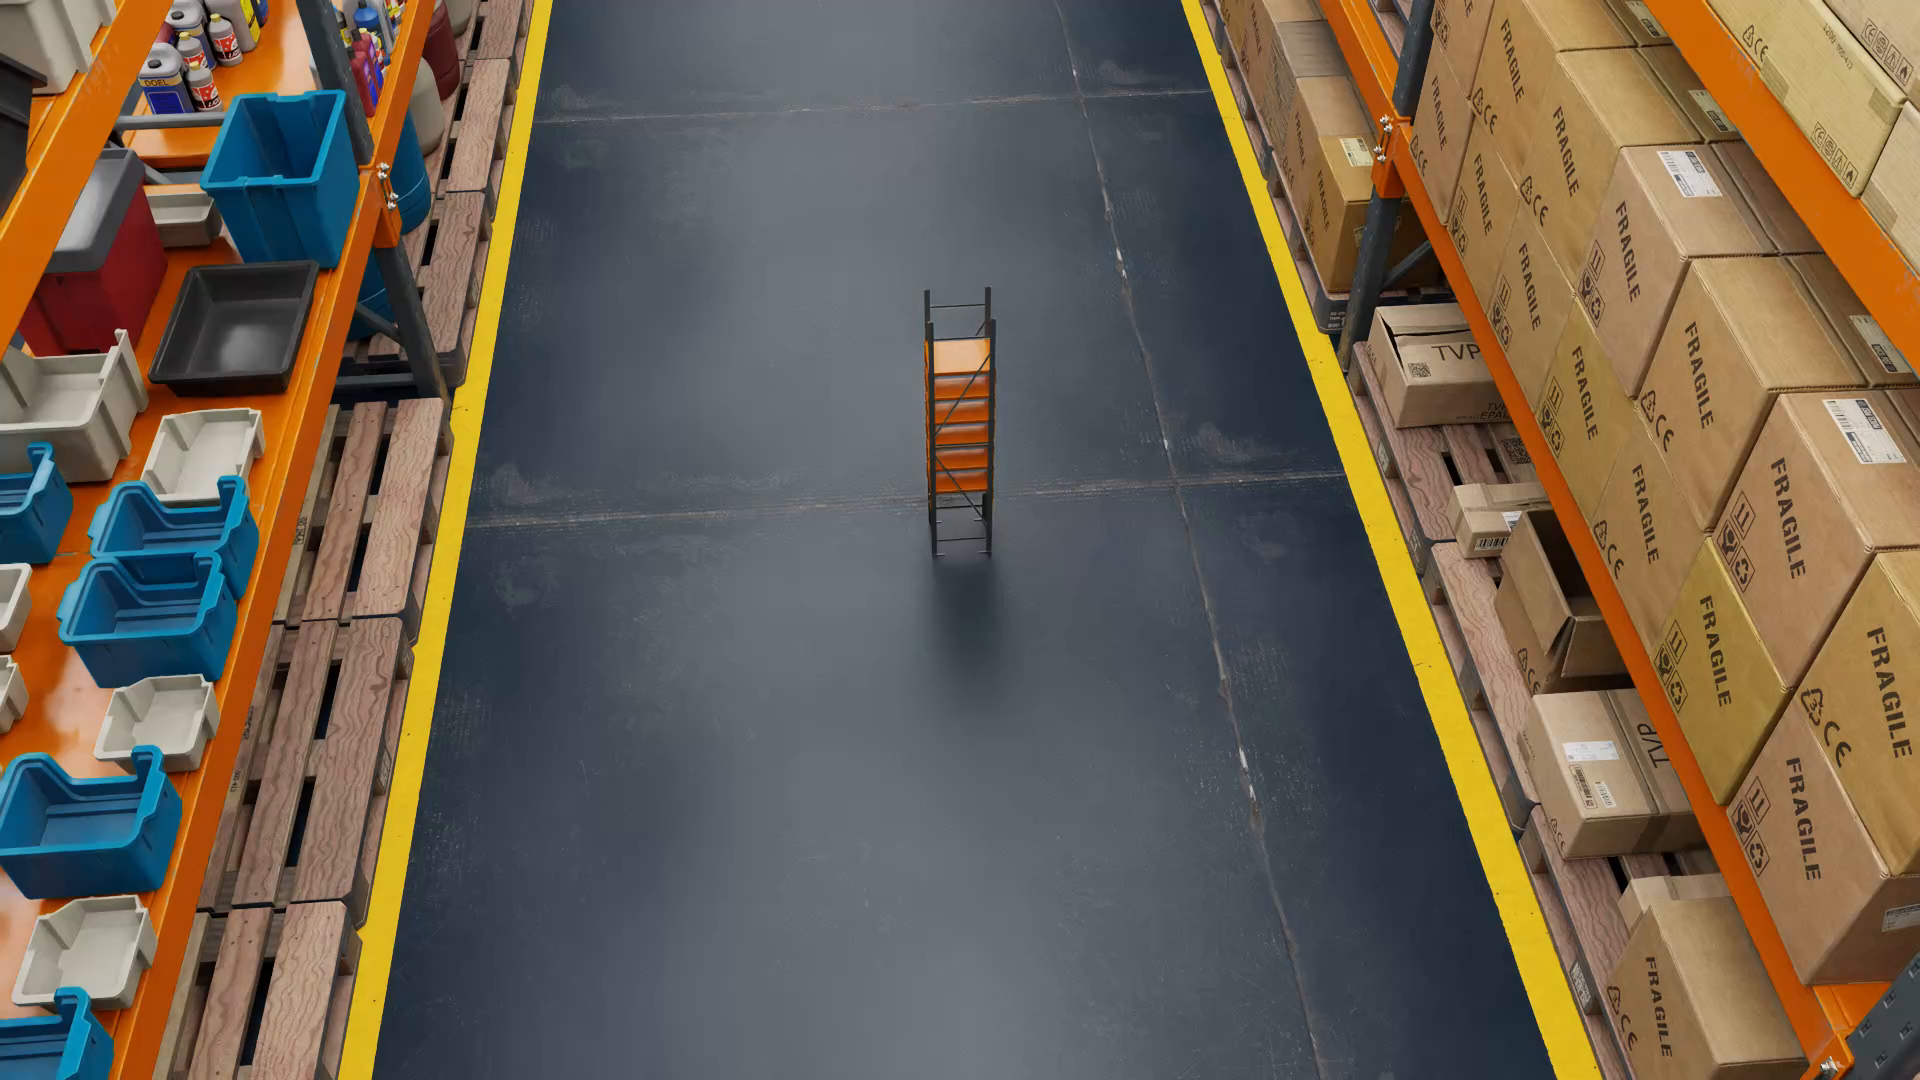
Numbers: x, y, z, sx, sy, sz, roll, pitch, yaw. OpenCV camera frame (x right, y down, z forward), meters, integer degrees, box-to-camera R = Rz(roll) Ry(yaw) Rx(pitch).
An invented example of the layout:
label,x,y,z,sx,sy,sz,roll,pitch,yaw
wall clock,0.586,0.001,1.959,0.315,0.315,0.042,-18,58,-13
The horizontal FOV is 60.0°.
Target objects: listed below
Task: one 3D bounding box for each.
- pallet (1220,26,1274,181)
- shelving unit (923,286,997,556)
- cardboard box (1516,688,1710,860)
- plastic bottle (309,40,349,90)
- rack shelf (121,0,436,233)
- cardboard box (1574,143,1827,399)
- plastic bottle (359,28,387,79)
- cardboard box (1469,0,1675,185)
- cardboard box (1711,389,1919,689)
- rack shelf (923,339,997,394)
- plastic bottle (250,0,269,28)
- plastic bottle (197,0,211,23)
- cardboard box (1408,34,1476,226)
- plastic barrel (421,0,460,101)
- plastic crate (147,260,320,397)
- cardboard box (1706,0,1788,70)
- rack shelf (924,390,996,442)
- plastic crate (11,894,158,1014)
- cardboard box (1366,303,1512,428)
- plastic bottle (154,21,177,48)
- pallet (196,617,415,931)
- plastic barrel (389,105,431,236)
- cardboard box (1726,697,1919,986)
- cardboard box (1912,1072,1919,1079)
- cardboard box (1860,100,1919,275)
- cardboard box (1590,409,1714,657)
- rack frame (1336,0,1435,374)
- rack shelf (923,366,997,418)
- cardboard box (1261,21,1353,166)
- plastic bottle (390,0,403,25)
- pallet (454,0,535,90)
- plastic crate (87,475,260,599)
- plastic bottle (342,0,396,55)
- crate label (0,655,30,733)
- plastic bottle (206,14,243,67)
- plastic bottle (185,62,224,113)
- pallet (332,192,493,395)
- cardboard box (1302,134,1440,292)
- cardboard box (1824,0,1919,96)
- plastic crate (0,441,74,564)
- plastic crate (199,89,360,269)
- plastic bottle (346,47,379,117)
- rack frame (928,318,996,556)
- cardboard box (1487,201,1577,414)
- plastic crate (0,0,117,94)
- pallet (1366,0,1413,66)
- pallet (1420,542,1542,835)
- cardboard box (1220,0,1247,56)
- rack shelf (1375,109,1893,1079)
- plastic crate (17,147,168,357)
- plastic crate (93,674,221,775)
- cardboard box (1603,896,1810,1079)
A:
label,x,y,z,sx,sy,sz,roll,pitch,yaw
pallet,1.998,-2.362,8.842,1.003,0.211,1.213,-3,47,-3
shelving unit,-0.001,-0.423,6.324,0.258,1.200,0.189,-3,47,-3
cardboard box,2.203,0.771,5.545,0.500,0.250,0.500,-3,47,-3
plastic bottle,-2.437,-1.838,6.459,0.144,0.351,0.185,-3,47,-3
rack shelf,-2.895,-2.751,7.785,1.077,0.370,4.000,-3,47,-3
cardboard box,2.098,-0.752,4.638,0.500,0.500,0.500,-2,47,-2
plastic bottle,-2.372,-1.954,6.671,0.097,0.201,0.097,0,47,0
cardboard box,2.012,-1.497,5.344,0.500,0.500,0.500,-5,47,-5
cardboard box,2.189,-0.005,3.931,0.500,0.500,0.500,-2,47,-2
rack shelf,-0.001,-0.640,6.095,0.258,0.103,0.180,-3,47,-3
plastic bottle,-3.002,-2.323,6.918,0.144,0.351,0.185,-3,47,-3
plastic bottle,-3.131,-2.180,6.783,0.144,0.351,0.185,-3,47,-3
cardboard box,1.980,-1.499,6.035,0.500,0.500,0.500,-2,47,-2
plastic barrel,-2.910,-2.591,8.510,0.600,0.588,0.708,-3,47,-3
plastic crate,-2.366,-0.684,5.480,0.437,0.125,0.590,-3,47,-3
cardboard box,2.126,-1.378,4.026,0.500,0.250,0.500,-3,47,-3
rack shelf,-0.001,-0.475,6.269,0.258,0.103,0.180,-3,47,-3
plastic crate,-2.030,0.977,3.899,0.250,0.136,0.298,-3,47,-3
cardboard box,2.028,-0.760,6.953,0.500,0.311,0.500,-3,47,-3
plastic bottle,-3.147,-1.942,6.603,0.061,0.283,0.133,-3,47,-3
pallet,-2.522,0.821,5.827,1.003,0.211,1.213,-3,47,-3
plastic barrel,-2.815,-1.882,7.622,0.600,0.901,0.708,-3,47,-3
cardboard box,2.235,0.702,3.950,0.500,0.500,0.500,-2,47,-2
cardboard box,2.851,1.549,4.877,0.380,0.149,0.250,-3,47,-3
cardboard box,2.207,-0.654,3.341,0.500,0.250,0.500,-3,47,-3
cardboard box,2.152,-0.034,4.648,0.500,0.500,0.500,-3,47,-3
rack frame,2.209,-1.850,6.436,1.000,3.000,0.127,-3,47,-3
rack shelf,-0.001,-0.558,6.182,0.258,0.103,0.180,-3,47,-3
cardboard box,1.807,-2.203,8.189,0.500,0.500,0.500,-3,47,-3
plastic bottle,-2.408,-2.262,6.963,0.097,0.201,0.097,0,47,0
pallet,-2.955,-2.919,9.369,1.003,0.211,1.213,-3,47,-3
plastic crate,-2.221,0.011,4.748,0.416,0.233,0.300,-3,47,-3
plastic bottle,-2.417,-2.132,6.789,0.152,0.276,0.135,-3,47,-3
crate label,-2.699,0.423,4.424,0.396,0.136,0.243,-3,47,-3
plastic bottle,-2.990,-2.034,6.748,0.097,0.201,0.097,0,47,0
plastic bottle,-2.960,-1.770,6.497,0.097,0.201,0.097,0,47,0
pallet,-2.751,-1.154,7.697,1.003,0.211,1.213,-3,47,-3
cardboard box,1.882,-1.482,7.506,0.500,0.500,0.500,-4,47,-4
cardboard box,2.166,-1.188,3.502,0.500,0.250,0.500,-3,47,-3
plastic crate,-2.820,-0.091,4.844,0.416,0.233,0.300,-3,47,-3
plastic crate,-2.349,-1.250,5.837,0.392,0.384,0.575,-3,47,-3
plastic bottle,-2.333,-1.803,6.472,0.061,0.283,0.133,-3,47,-3
rack frame,0.006,-0.357,6.262,0.240,1.200,0.006,-3,47,-3
cardboard box,2.066,-0.767,5.341,0.500,0.500,0.500,-4,47,-4
plastic crate,-2.271,-1.271,3.903,0.437,0.282,0.530,-3,47,-3
pallet,2.251,-2.369,7.060,1.003,0.211,1.213,-3,47,-3
pallet,2.371,0.490,6.140,1.003,0.211,1.213,-3,47,-3
cardboard box,1.714,-2.948,8.894,0.500,0.500,0.500,-4,47,-4
rack shelf,2.376,-0.156,5.327,1.077,0.370,4.000,-3,47,-3
plastic crate,-2.903,-0.933,5.482,0.402,0.464,0.583,-3,47,-3
plastic crate,-2.086,0.486,4.364,0.250,0.136,0.298,-3,47,-3
cardboard box,2.253,1.374,4.802,0.500,0.500,0.500,-3,47,-3
